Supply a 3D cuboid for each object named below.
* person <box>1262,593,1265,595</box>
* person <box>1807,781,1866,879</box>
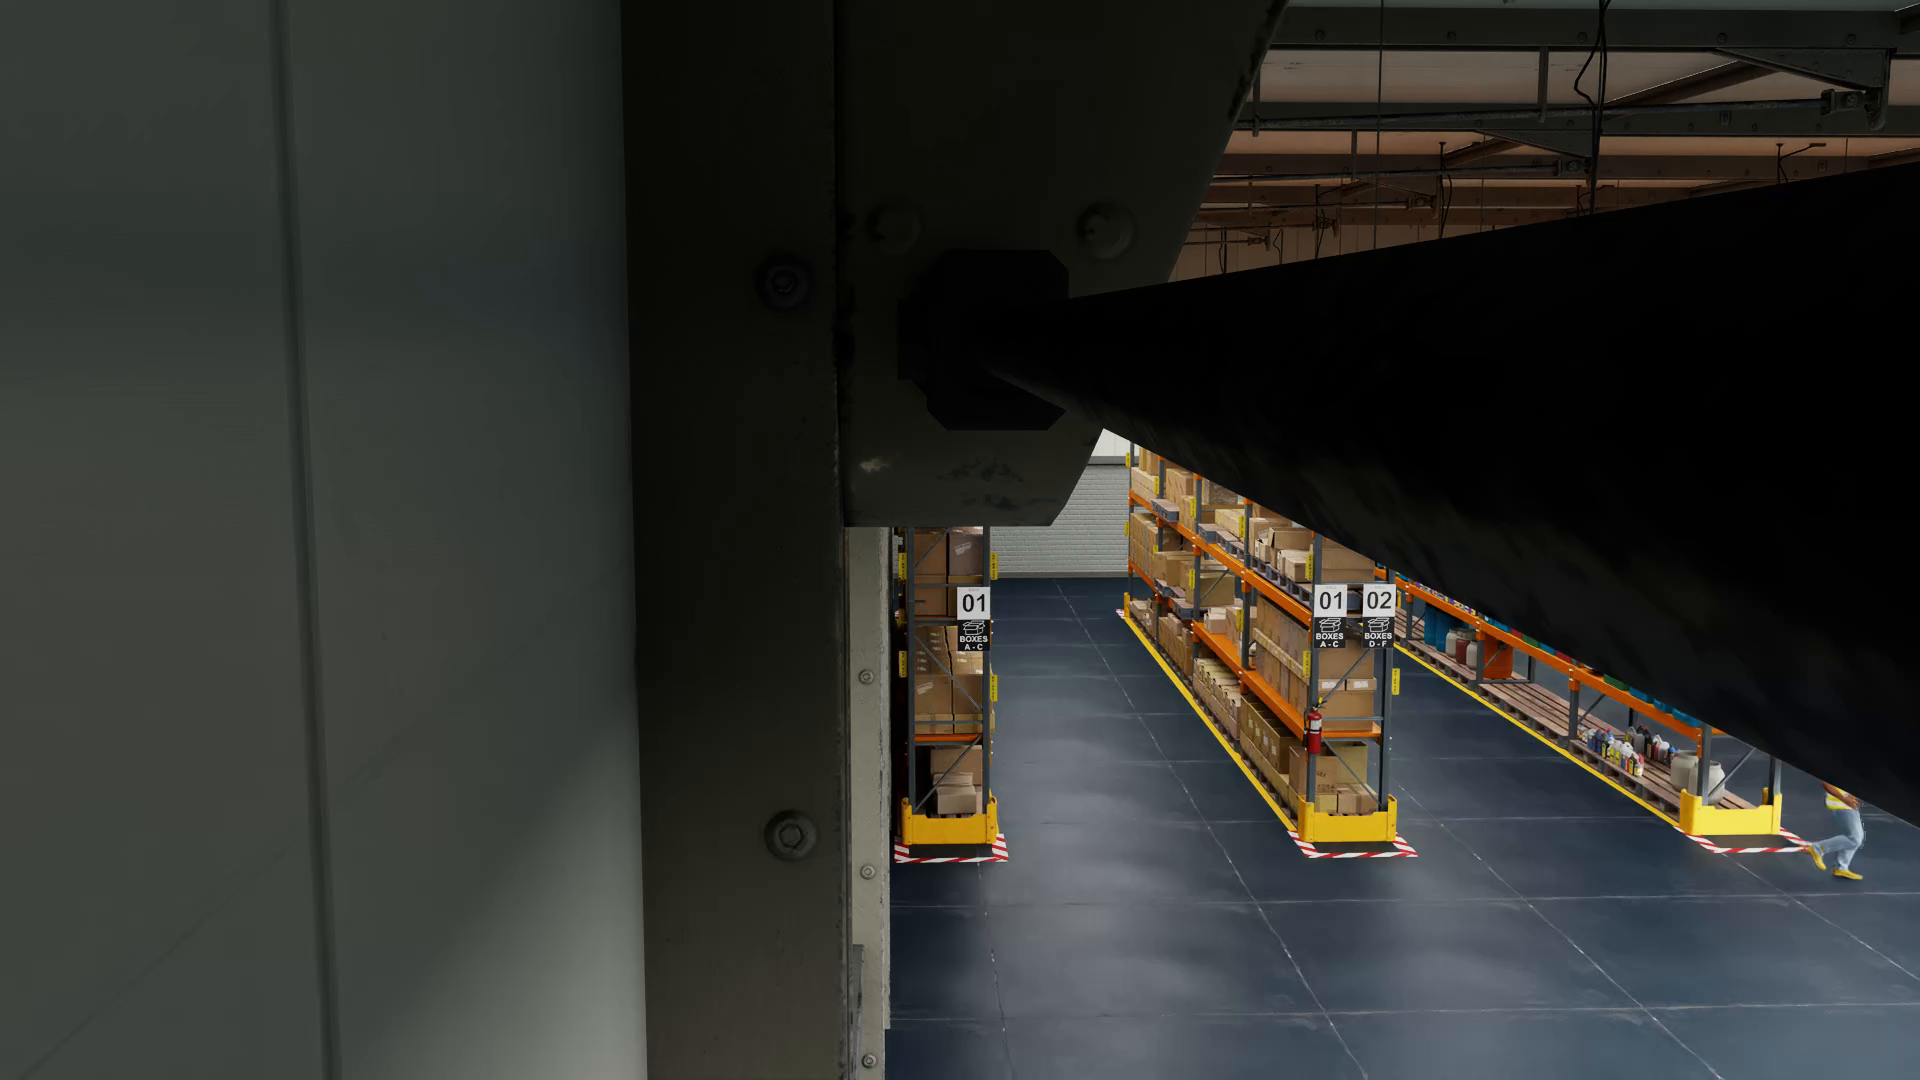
[{"bbox_3d":[6.343,1.245,33.415,0.543,1.701,0.713,-2,8,-14],"label":"person"},{"bbox_3d":[10.119,3.043,19.150,0.579,1.730,0.713,5,9,33],"label":"person"}]
